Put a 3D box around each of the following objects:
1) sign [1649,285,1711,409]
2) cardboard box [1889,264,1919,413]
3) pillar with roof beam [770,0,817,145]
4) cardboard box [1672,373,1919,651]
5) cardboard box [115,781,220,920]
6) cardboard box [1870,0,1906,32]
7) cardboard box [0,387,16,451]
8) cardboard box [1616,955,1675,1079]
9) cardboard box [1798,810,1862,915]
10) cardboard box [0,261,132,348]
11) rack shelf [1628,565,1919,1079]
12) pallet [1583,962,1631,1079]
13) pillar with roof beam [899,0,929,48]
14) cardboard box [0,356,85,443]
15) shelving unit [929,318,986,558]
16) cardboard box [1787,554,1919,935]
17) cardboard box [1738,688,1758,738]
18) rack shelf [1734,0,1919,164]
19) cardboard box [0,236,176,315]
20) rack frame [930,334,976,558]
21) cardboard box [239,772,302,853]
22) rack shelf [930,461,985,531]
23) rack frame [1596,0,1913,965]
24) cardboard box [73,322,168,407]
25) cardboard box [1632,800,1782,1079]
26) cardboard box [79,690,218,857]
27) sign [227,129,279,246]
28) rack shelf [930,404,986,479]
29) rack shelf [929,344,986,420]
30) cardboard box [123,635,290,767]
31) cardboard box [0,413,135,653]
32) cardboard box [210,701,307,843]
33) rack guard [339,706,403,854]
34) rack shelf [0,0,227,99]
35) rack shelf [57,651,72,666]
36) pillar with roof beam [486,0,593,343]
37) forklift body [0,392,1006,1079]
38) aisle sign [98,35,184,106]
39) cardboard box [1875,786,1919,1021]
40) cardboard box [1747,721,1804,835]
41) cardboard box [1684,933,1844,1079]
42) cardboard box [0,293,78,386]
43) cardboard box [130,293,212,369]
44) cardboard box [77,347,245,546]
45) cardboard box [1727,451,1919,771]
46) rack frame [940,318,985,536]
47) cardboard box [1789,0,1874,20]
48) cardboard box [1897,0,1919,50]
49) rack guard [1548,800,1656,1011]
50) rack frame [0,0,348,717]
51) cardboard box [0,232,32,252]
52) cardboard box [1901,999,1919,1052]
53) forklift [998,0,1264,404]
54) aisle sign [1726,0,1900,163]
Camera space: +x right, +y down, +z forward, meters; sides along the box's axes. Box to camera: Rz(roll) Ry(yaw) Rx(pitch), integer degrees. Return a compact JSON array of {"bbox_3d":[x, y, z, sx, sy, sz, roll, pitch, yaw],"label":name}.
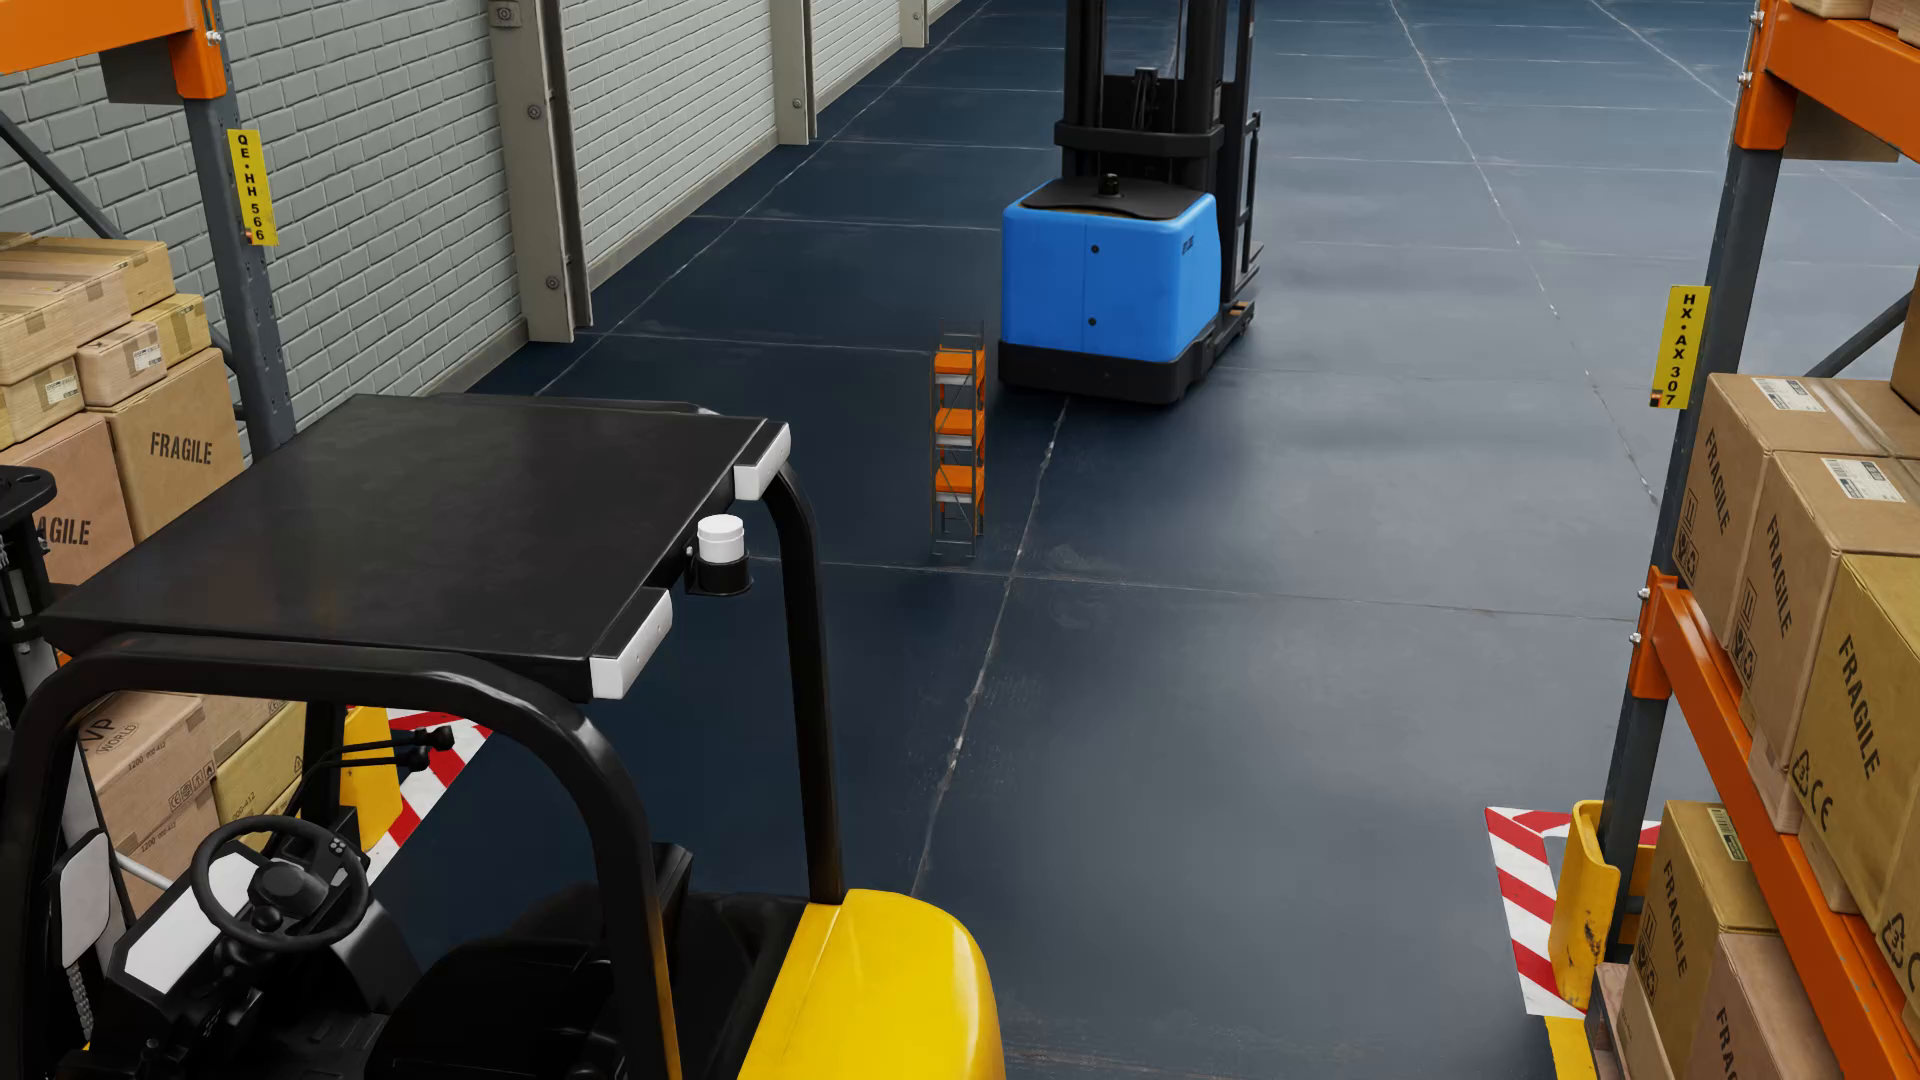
[{"bbox_3d":[1.836,-0.489,4.236,0.100,0.325,0.005,4,25,9],"label":"sign"},{"bbox_3d":[2.503,-0.464,3.554,0.700,0.500,0.500,3,25,7],"label":"cardboard box"},{"bbox_3d":[2.679,-7.611,13.395,9.100,9.000,0.400,4,25,9],"label":"pillar with roof beam"},{"bbox_3d":[2.020,-0.061,3.873,0.500,0.500,0.500,4,25,8],"label":"cardboard box"},{"bbox_3d":[-2.390,0.861,4.531,0.500,0.250,0.500,4,25,8],"label":"cardboard box"},{"bbox_3d":[2.042,-1.072,3.260,0.380,0.149,0.250,3,25,7],"label":"cardboard box"},{"bbox_3d":[-2.474,-0.261,3.885,0.380,0.149,0.250,4,25,8],"label":"cardboard box"},{"bbox_3d":[1.967,1.314,4.153,0.500,0.250,0.500,4,25,8],"label":"cardboard box"},{"bbox_3d":[1.865,0.607,3.211,0.380,0.149,0.250,5,25,10],"label":"cardboard box"},{"bbox_3d":[-2.387,-0.606,4.272,0.380,0.149,0.250,4,25,9],"label":"cardboard box"},{"bbox_3d":[2.044,1.103,2.705,1.077,0.370,4.000,4,25,9],"label":"rack shelf"},{"bbox_3d":[2.191,1.572,4.142,1.003,0.211,1.213,4,25,9],"label":"pallet"},{"bbox_3d":[3.660,-10.120,18.756,9.100,9.000,0.400,4,25,9],"label":"pillar with roof beam"},{"bbox_3d":[-2.422,-0.363,4.105,0.380,0.149,0.250,4,25,10],"label":"cardboard box"},{"bbox_3d":[-0.009,-0.453,7.480,0.215,1.050,0.252,4,25,9],"label":"shelving unit"},{"bbox_3d":[1.857,0.369,2.954,0.500,0.500,0.500,4,25,7],"label":"cardboard box"},{"bbox_3d":[1.961,0.394,3.667,0.380,0.149,0.250,3,25,7],"label":"cardboard box"},{"bbox_3d":[2.044,-0.256,2.069,1.077,0.370,4.000,4,25,9],"label":"rack shelf"},{"bbox_3d":[-2.377,-0.711,4.497,0.380,0.149,0.250,4,25,9],"label":"cardboard box"},{"bbox_3d":[-0.029,-0.402,7.371,0.200,1.050,0.008,4,25,9],"label":"rack frame"},{"bbox_3d":[-2.291,0.872,5.098,0.500,0.250,0.500,4,25,9],"label":"cardboard box"},{"bbox_3d":[-0.009,-0.192,7.602,0.215,0.259,0.240,4,25,9],"label":"rack shelf"},{"bbox_3d":[2.371,-0.060,4.339,1.000,3.000,0.127,4,25,9],"label":"rack frame"},{"bbox_3d":[-2.319,-0.468,4.328,0.380,0.149,0.250,4,25,9],"label":"cardboard box"},{"bbox_3d":[1.963,0.984,3.973,0.500,0.500,0.500,3,25,7],"label":"cardboard box"},{"bbox_3d":[-2.372,0.629,4.438,0.500,0.250,0.500,4,25,9],"label":"cardboard box"},{"bbox_3d":[-1.993,-0.990,4.682,0.100,0.325,0.005,4,25,9],"label":"sign"},{"bbox_3d":[-0.009,-0.444,7.484,0.215,0.259,0.240,4,25,9],"label":"rack shelf"},{"bbox_3d":[-0.009,-0.701,7.364,0.215,0.259,0.240,4,25,9],"label":"rack shelf"},{"bbox_3d":[-2.294,0.415,4.895,0.500,0.250,0.500,5,26,10],"label":"cardboard box"},{"bbox_3d":[-2.442,-0.007,4.108,0.500,0.500,0.500,5,26,10],"label":"cardboard box"},{"bbox_3d":[-2.297,0.652,4.977,0.500,0.250,0.500,4,25,8],"label":"cardboard box"},{"bbox_3d":[-2.522,0.720,5.622,1.175,0.500,0.348,4,25,9],"label":"rack guard"},{"bbox_3d":[-2.853,-0.598,2.800,1.077,0.370,4.000,4,25,9],"label":"rack shelf"},{"bbox_3d":[-2.853,0.760,3.436,1.077,0.370,4.000,4,25,9],"label":"rack shelf"},{"bbox_3d":[1.698,-5.101,8.034,9.100,9.000,0.400,4,25,9],"label":"pillar with roof beam"},{"bbox_3d":[-1.036,0.902,3.286,2.313,2.155,1.214,4,25,9],"label":"forklift body"},{"bbox_3d":[-2.226,-1.586,4.535,0.394,0.787,0.004,4,25,9],"label":"aisle sign"},{"bbox_3d":[1.782,0.583,2.498,0.500,0.500,0.500,4,25,7],"label":"cardboard box"},{"bbox_3d":[1.874,0.497,3.447,0.380,0.149,0.250,4,25,9],"label":"cardboard box"},{"bbox_3d":[1.882,1.203,3.505,0.500,0.500,0.500,3,25,7],"label":"cardboard box"},{"bbox_3d":[-2.403,-0.495,4.035,0.380,0.149,0.250,5,25,10],"label":"cardboard box"},{"bbox_3d":[-2.307,-0.577,4.560,0.380,0.149,0.250,4,25,9],"label":"cardboard box"},{"bbox_3d":[-2.348,-0.223,4.571,0.500,0.500,0.500,3,25,7],"label":"cardboard box"},{"bbox_3d":[1.939,0.156,3.409,0.500,0.500,0.500,5,26,10],"label":"cardboard box"},{"bbox_3d":[0.011,-0.504,7.589,0.200,1.050,0.008,4,25,9],"label":"rack frame"},{"bbox_3d":[1.997,-1.188,3.508,0.380,0.149,0.250,4,25,9],"label":"cardboard box"},{"bbox_3d":[1.965,-0.964,3.029,0.380,0.149,0.250,5,25,10],"label":"cardboard box"},{"bbox_3d":[2.359,1.104,4.801,1.175,0.500,0.348,4,25,9],"label":"rack guard"},{"bbox_3d":[-2.526,-0.402,5.070,1.000,3.000,0.127,4,25,9],"label":"rack frame"},{"bbox_3d":[-2.792,-0.750,4.580,0.380,0.149,0.250,4,25,8],"label":"cardboard box"},{"bbox_3d":[1.809,0.830,2.734,0.380,0.149,0.250,3,25,7],"label":"cardboard box"},{"bbox_3d":[1.246,-2.675,10.007,1.130,2.935,3.031,10,27,20],"label":"forklift"},{"bbox_3d":[2.076,-1.284,3.889,0.394,0.787,0.004,4,25,9],"label":"aisle sign"}]
